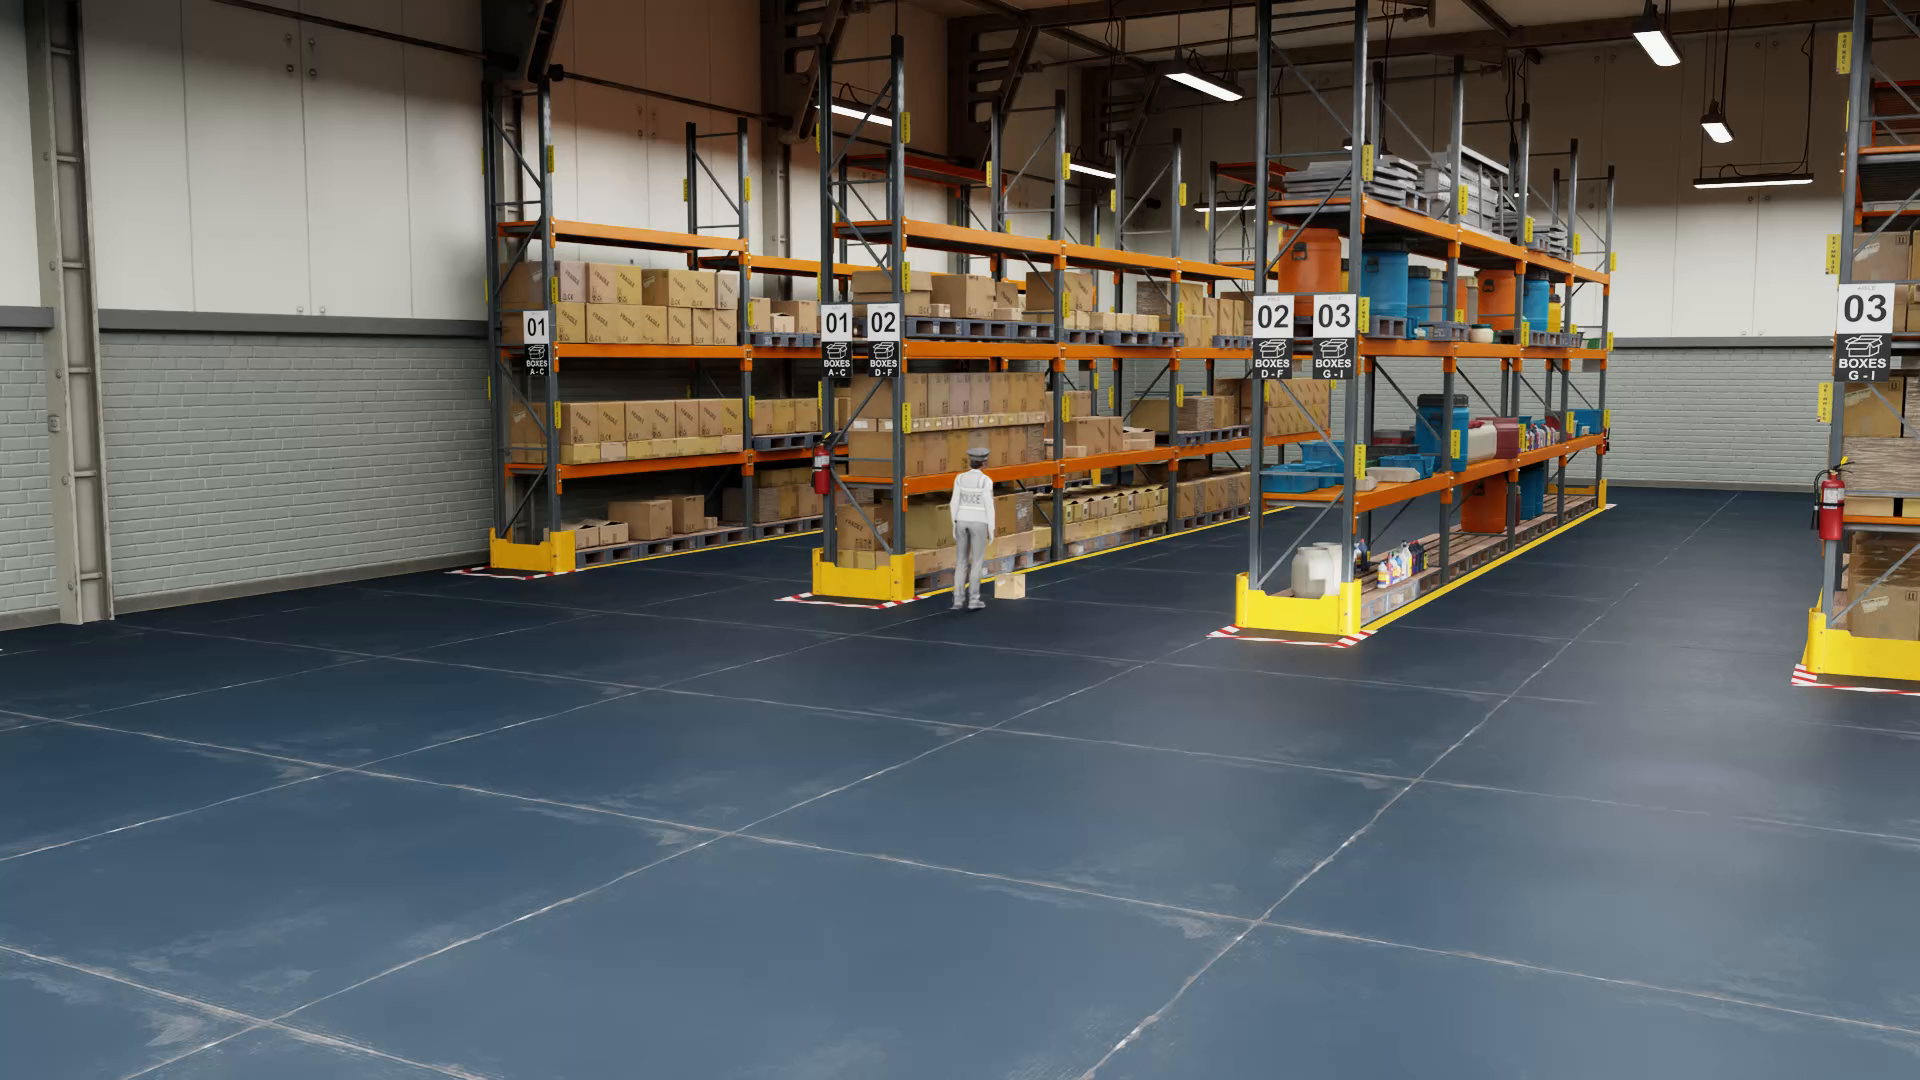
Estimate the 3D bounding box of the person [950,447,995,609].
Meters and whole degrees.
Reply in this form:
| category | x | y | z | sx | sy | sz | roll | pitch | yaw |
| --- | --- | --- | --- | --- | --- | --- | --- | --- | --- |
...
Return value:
| category | x | y | z | sx | sy | sz | roll | pitch | yaw |
| --- | --- | --- | --- | --- | --- | --- | --- | --- | --- |
| person | 0.132 | -0.095 | 17.310 | 0.512 | 1.731 | 0.354 | 3 | 7 | 29 |
